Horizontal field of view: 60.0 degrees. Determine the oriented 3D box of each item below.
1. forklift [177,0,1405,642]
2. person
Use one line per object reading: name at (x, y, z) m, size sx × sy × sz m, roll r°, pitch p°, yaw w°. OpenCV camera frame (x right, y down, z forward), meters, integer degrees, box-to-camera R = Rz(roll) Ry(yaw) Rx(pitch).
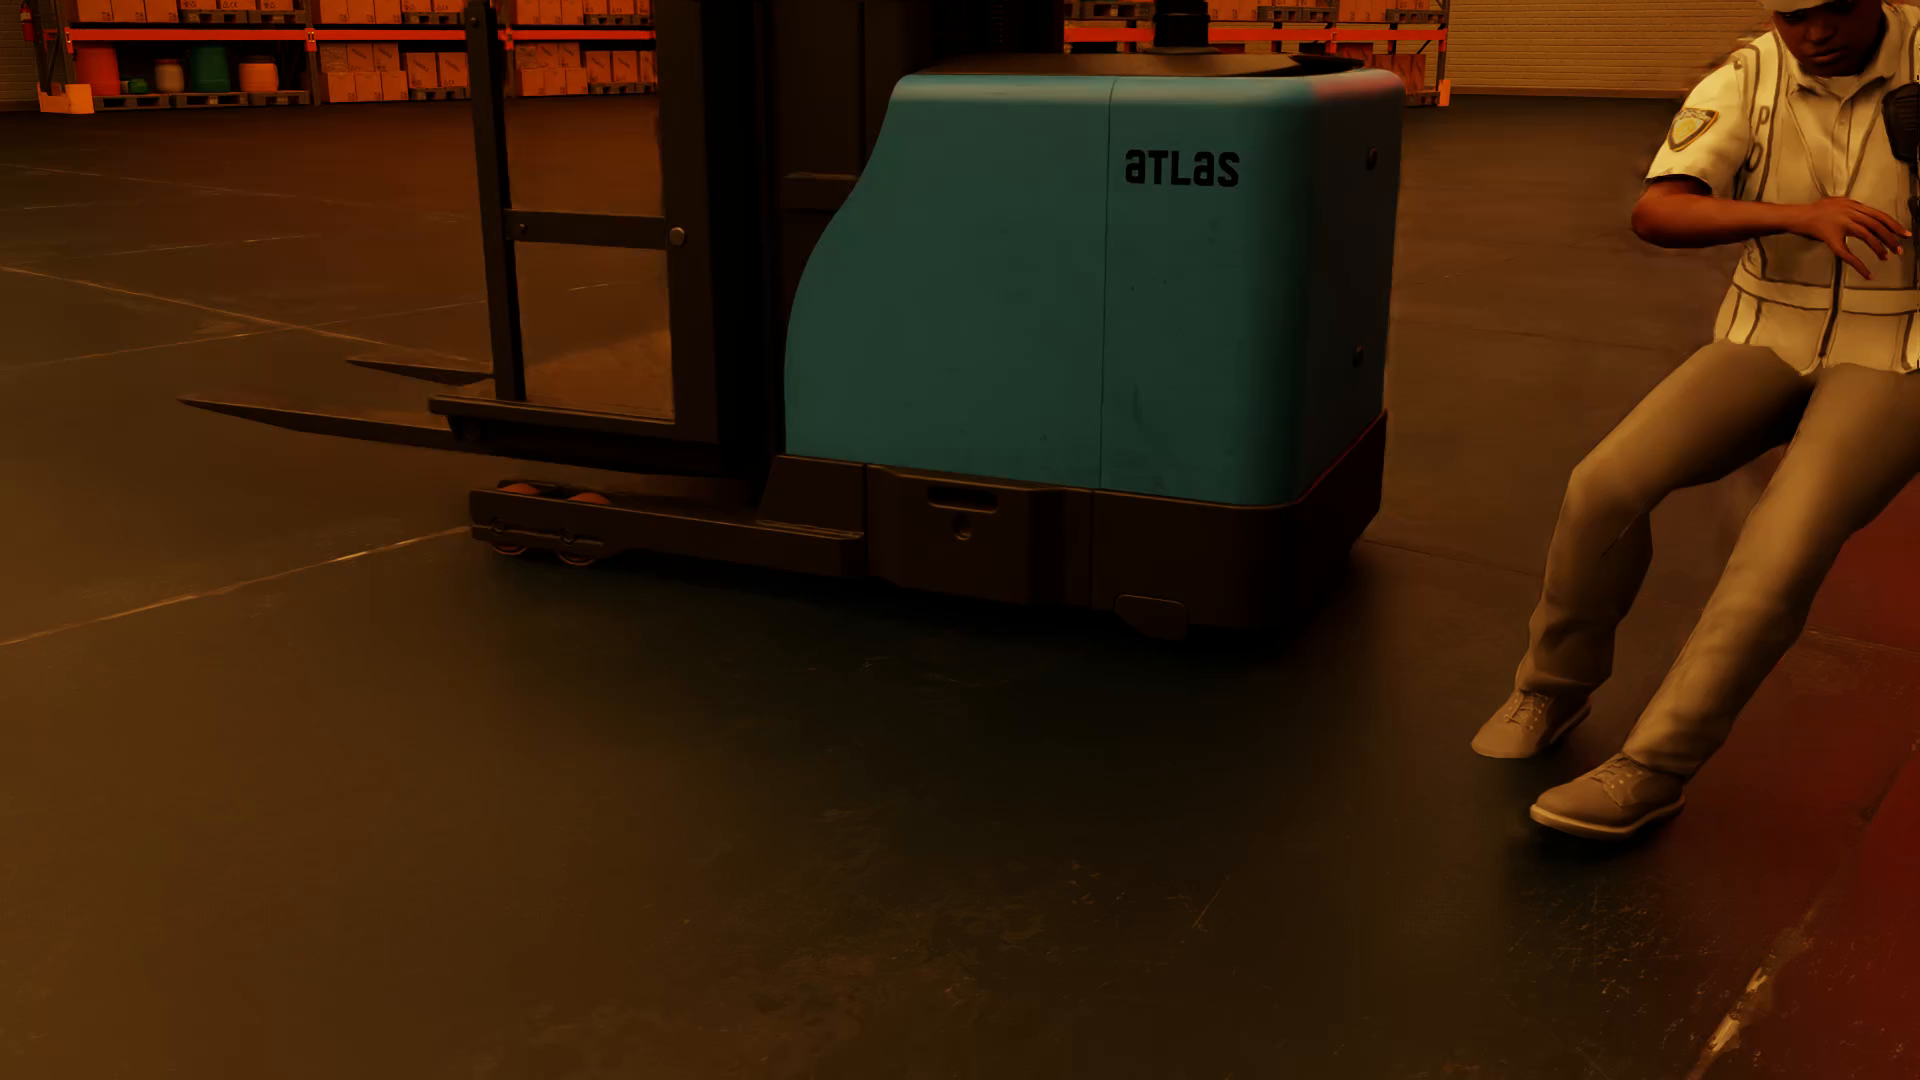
forklift at (-0.565, -1.473, 3.747) m, size 3.031 × 2.935 × 1.130 m, roll 7°, pitch 18°, yaw 23°
person at (1.318, -0.220, 2.431) m, size 0.972 × 1.407 × 0.913 m, roll 14°, pitch 22°, yaw 38°
